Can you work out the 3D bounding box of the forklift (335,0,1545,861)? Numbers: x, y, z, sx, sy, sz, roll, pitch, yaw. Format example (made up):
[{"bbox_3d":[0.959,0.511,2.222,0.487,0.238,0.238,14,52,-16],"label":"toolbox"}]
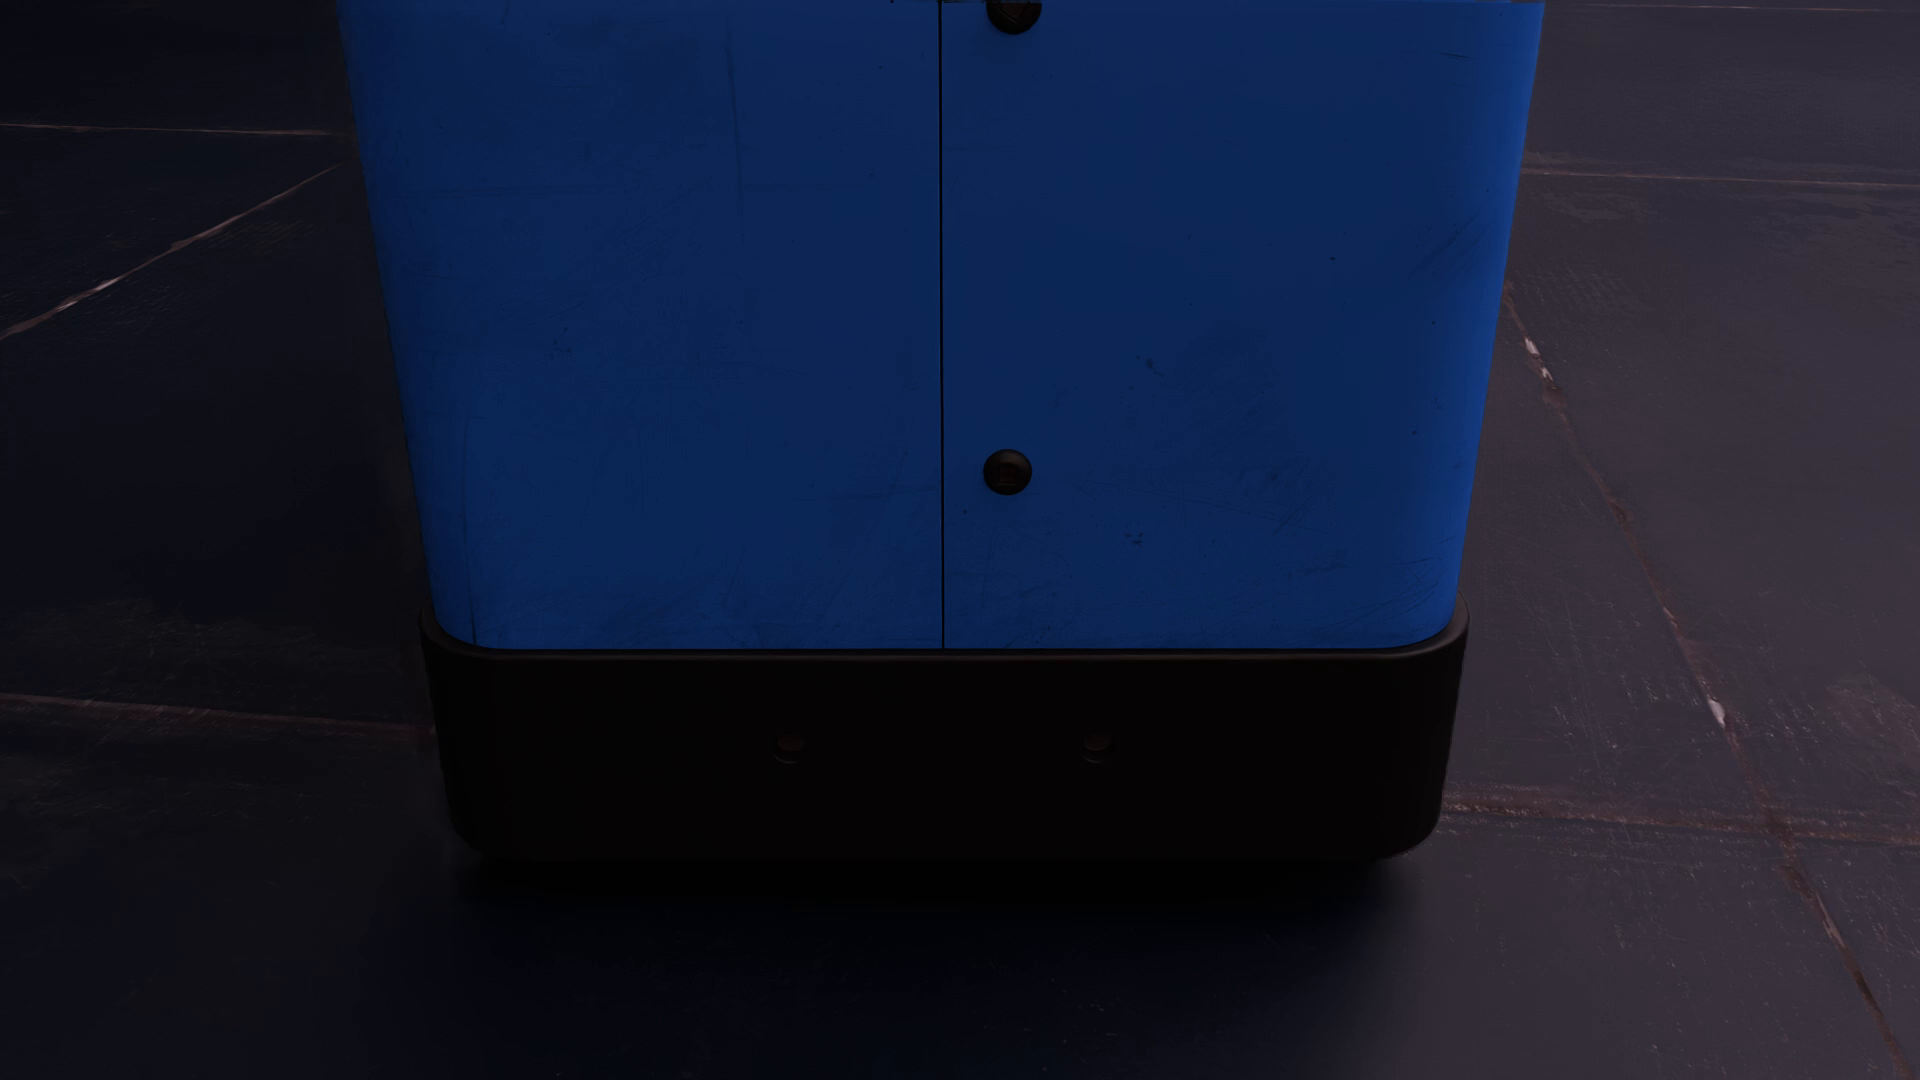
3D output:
[{"bbox_3d":[-0.019,-1.598,2.419,1.130,2.935,3.031,0,27,0],"label":"forklift"}]
